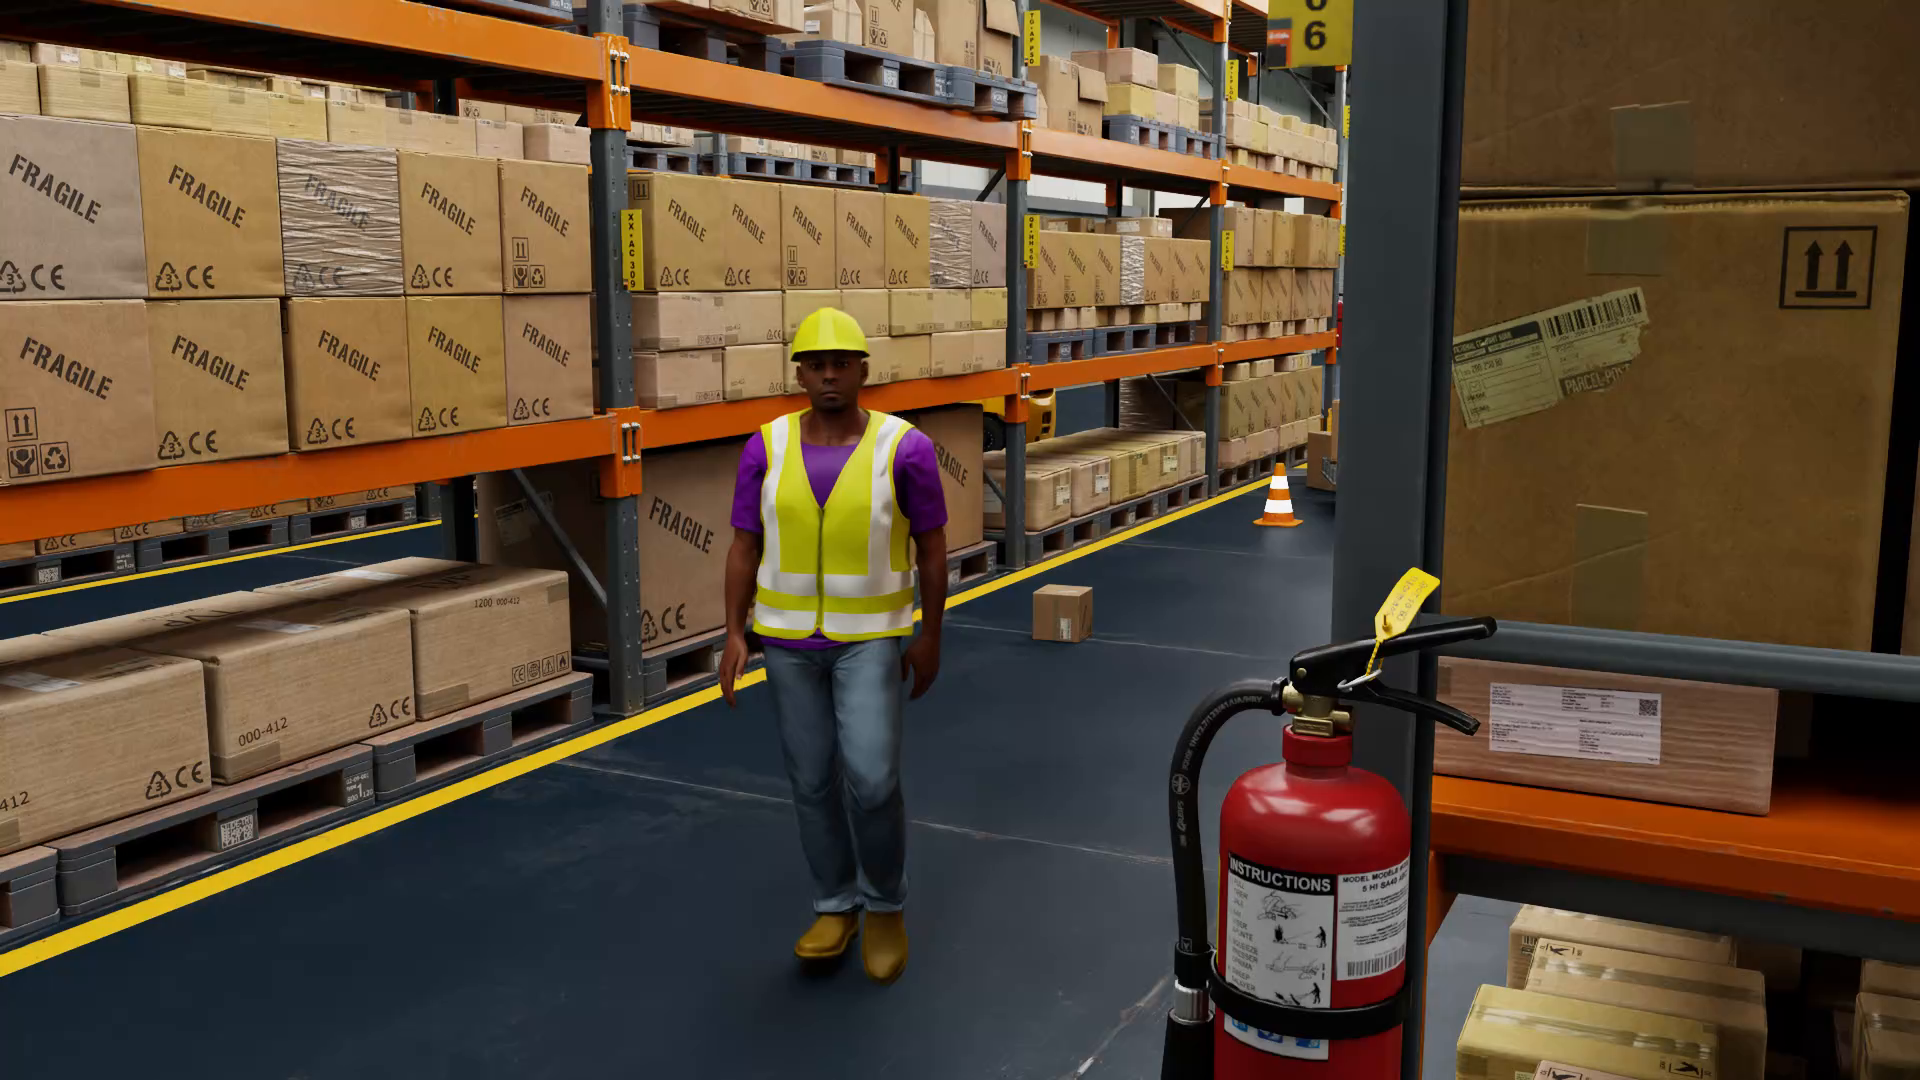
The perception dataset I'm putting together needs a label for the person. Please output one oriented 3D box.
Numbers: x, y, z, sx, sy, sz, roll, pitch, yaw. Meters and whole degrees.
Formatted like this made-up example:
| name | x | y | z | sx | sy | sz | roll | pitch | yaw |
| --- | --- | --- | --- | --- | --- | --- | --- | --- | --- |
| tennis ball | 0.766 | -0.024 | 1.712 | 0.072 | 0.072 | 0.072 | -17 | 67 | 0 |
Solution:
| name | x | y | z | sx | sy | sz | roll | pitch | yaw |
| --- | --- | --- | --- | --- | --- | --- | --- | --- | --- |
| person | -0.342 | 0.291 | 4.395 | 0.580 | 1.794 | 0.476 | 2 | 9 | 10 |
